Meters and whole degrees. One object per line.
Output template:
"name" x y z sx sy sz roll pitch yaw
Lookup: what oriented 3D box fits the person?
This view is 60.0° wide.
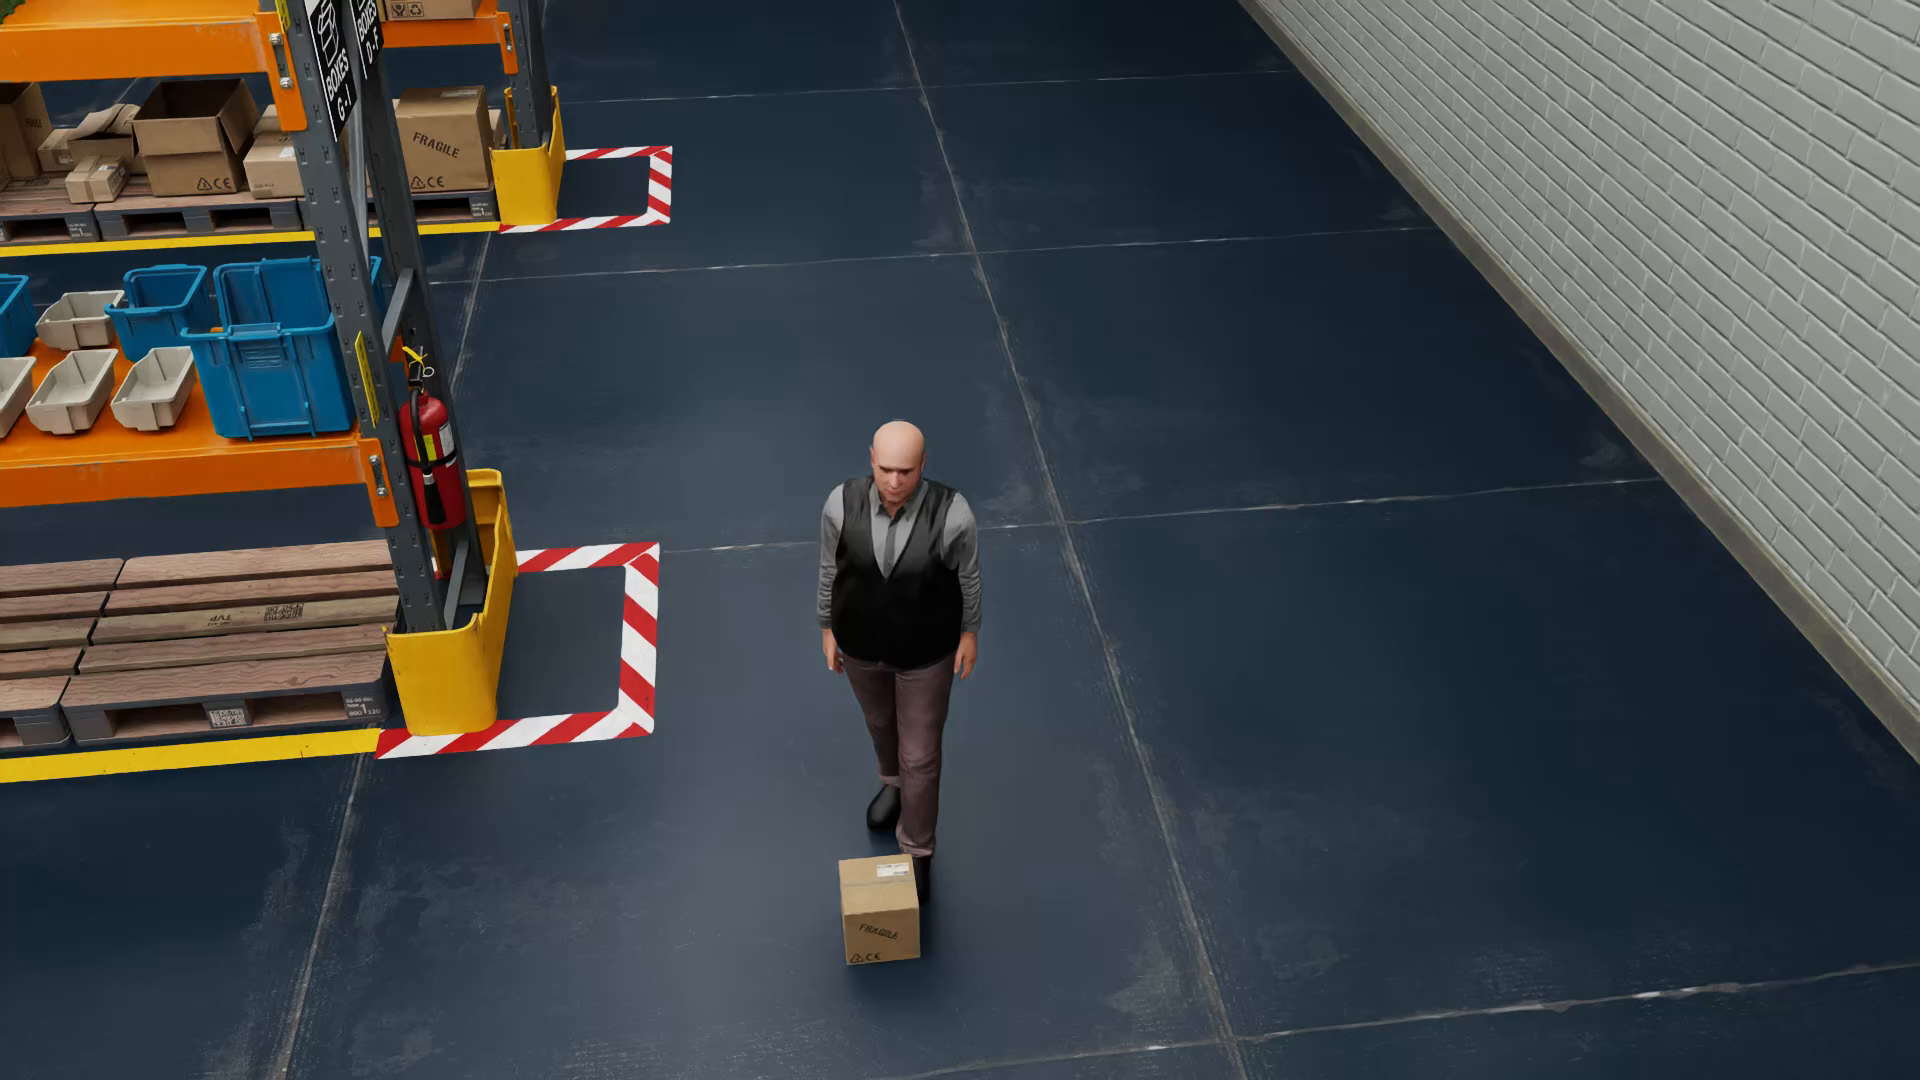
"person" -0.236 0.396 5.576 0.553 1.719 0.685 8 35 12
